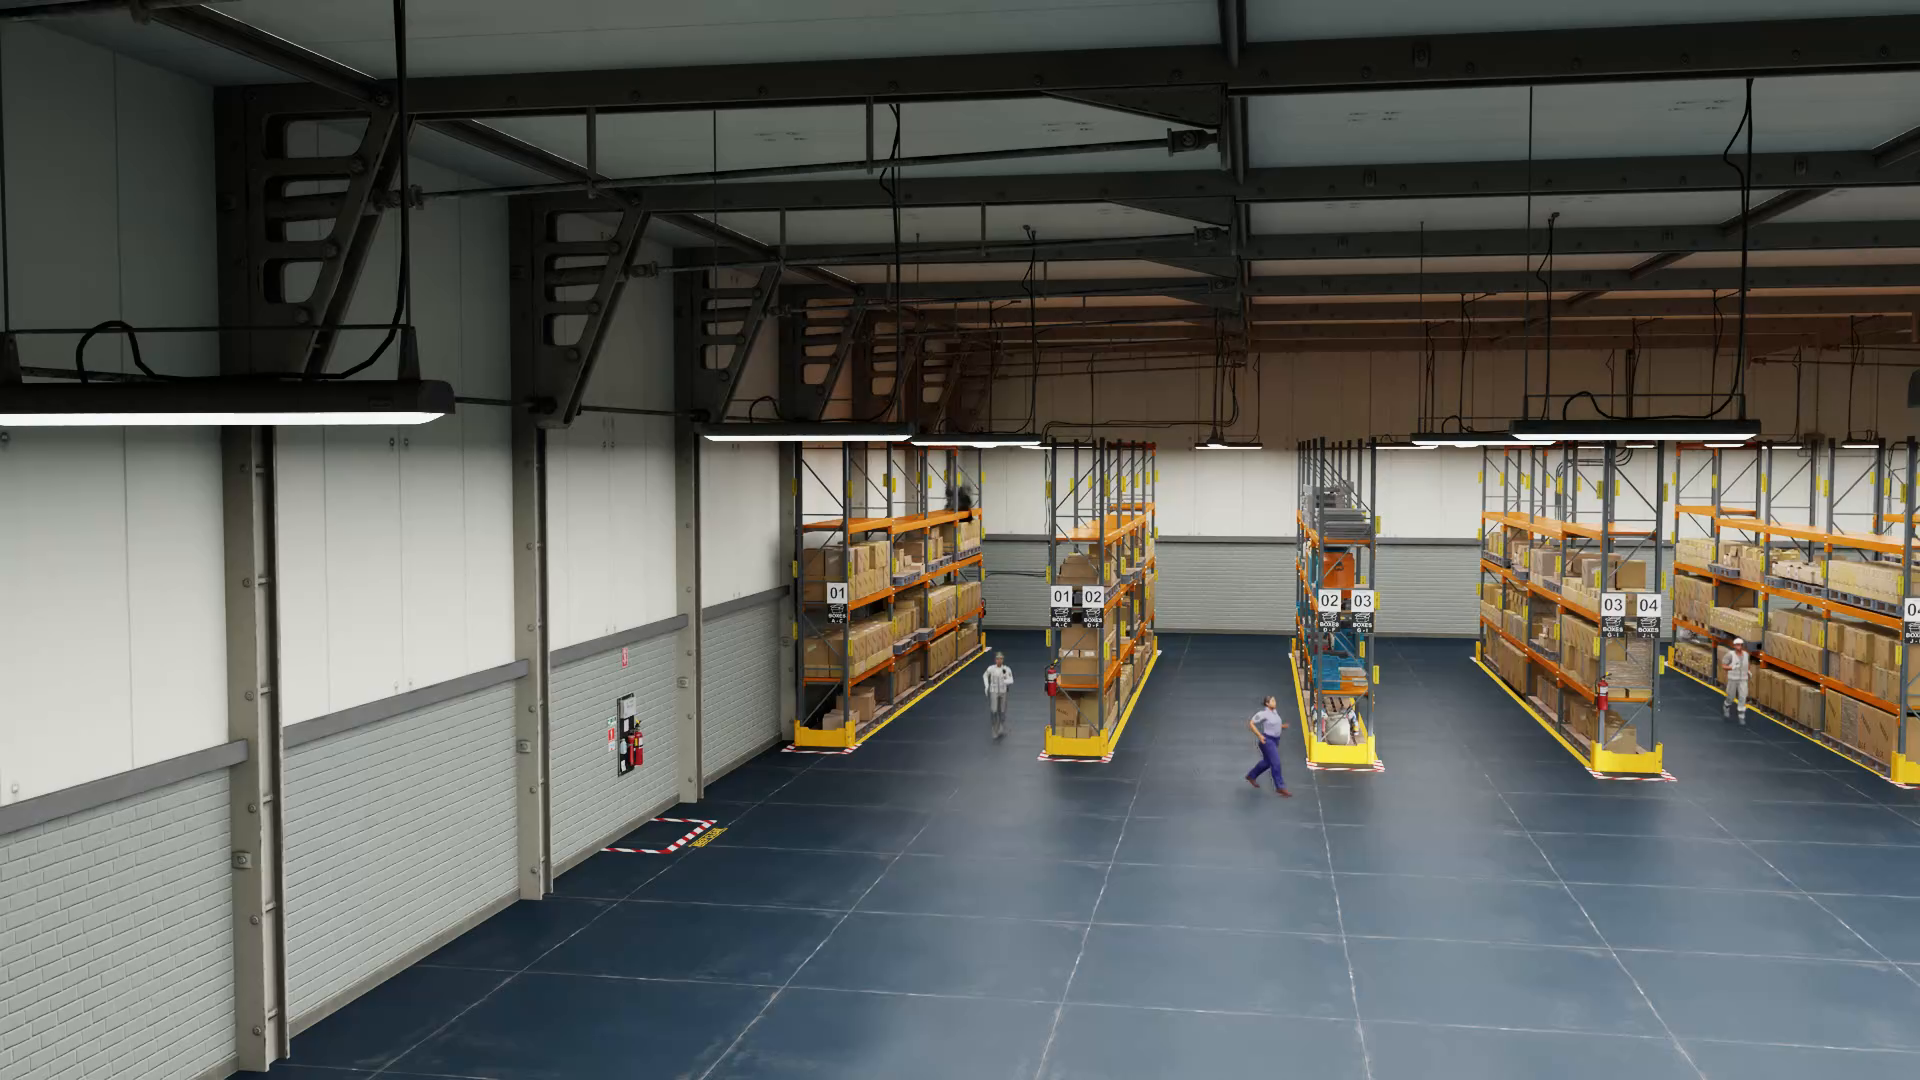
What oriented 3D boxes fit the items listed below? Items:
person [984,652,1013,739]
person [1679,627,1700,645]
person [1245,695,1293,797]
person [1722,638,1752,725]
[{"bbox_3d":[0.777,3.112,33.399,0.578,1.752,0.726,0,3,-2],"label":"person"},{"bbox_3d":[20.077,2.473,45.864,0.769,1.623,0.972,-2,4,-38],"label":"person"},{"bbox_3d":[5.167,3.416,27.782,0.931,1.639,0.601,2,4,34],"label":"person"},{"bbox_3d":[16.329,2.944,34.959,0.664,1.772,0.999,0,3,6],"label":"person"}]
